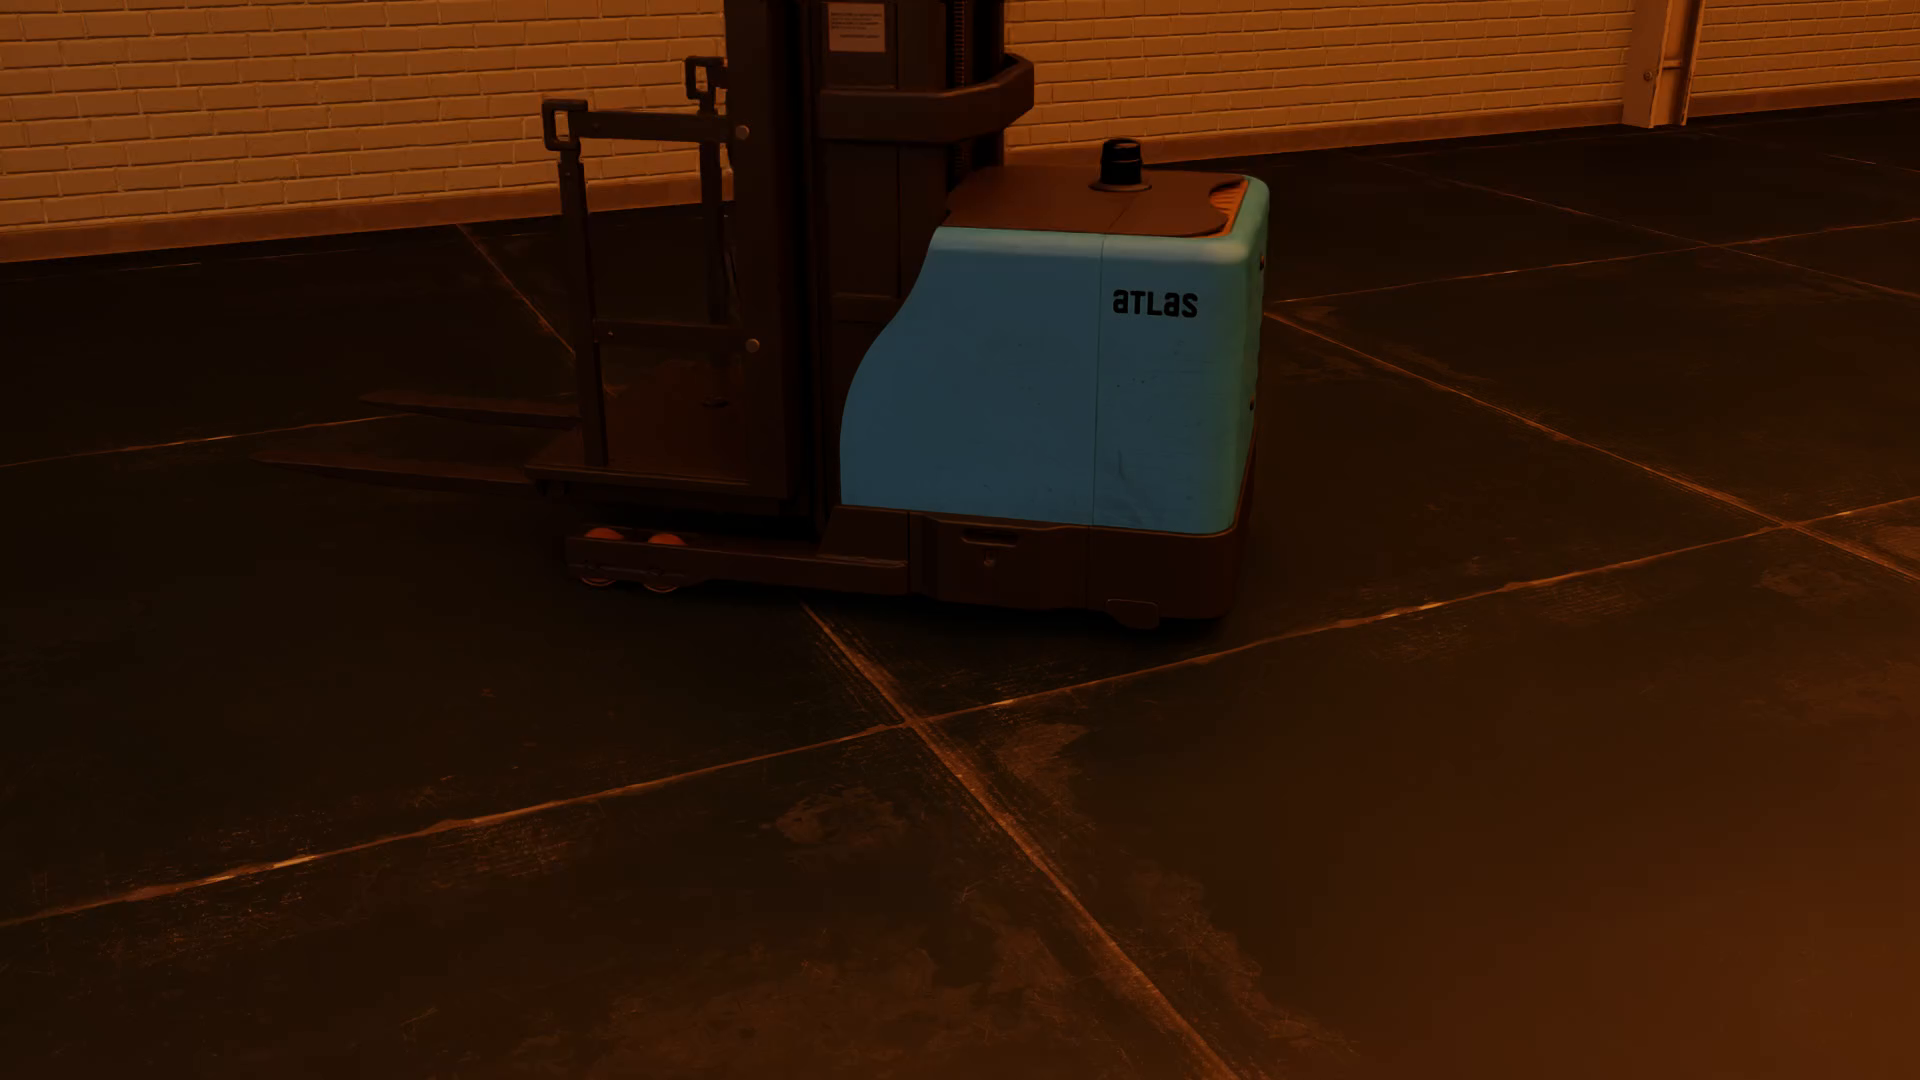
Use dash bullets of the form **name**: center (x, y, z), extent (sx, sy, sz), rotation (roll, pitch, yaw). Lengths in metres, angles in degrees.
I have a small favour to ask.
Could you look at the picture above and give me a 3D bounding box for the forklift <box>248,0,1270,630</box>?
- **forklift**: center (-0.650, -1.393, 4.640), extent (3.031, 2.935, 1.130), rotation (5, 23, 12)
